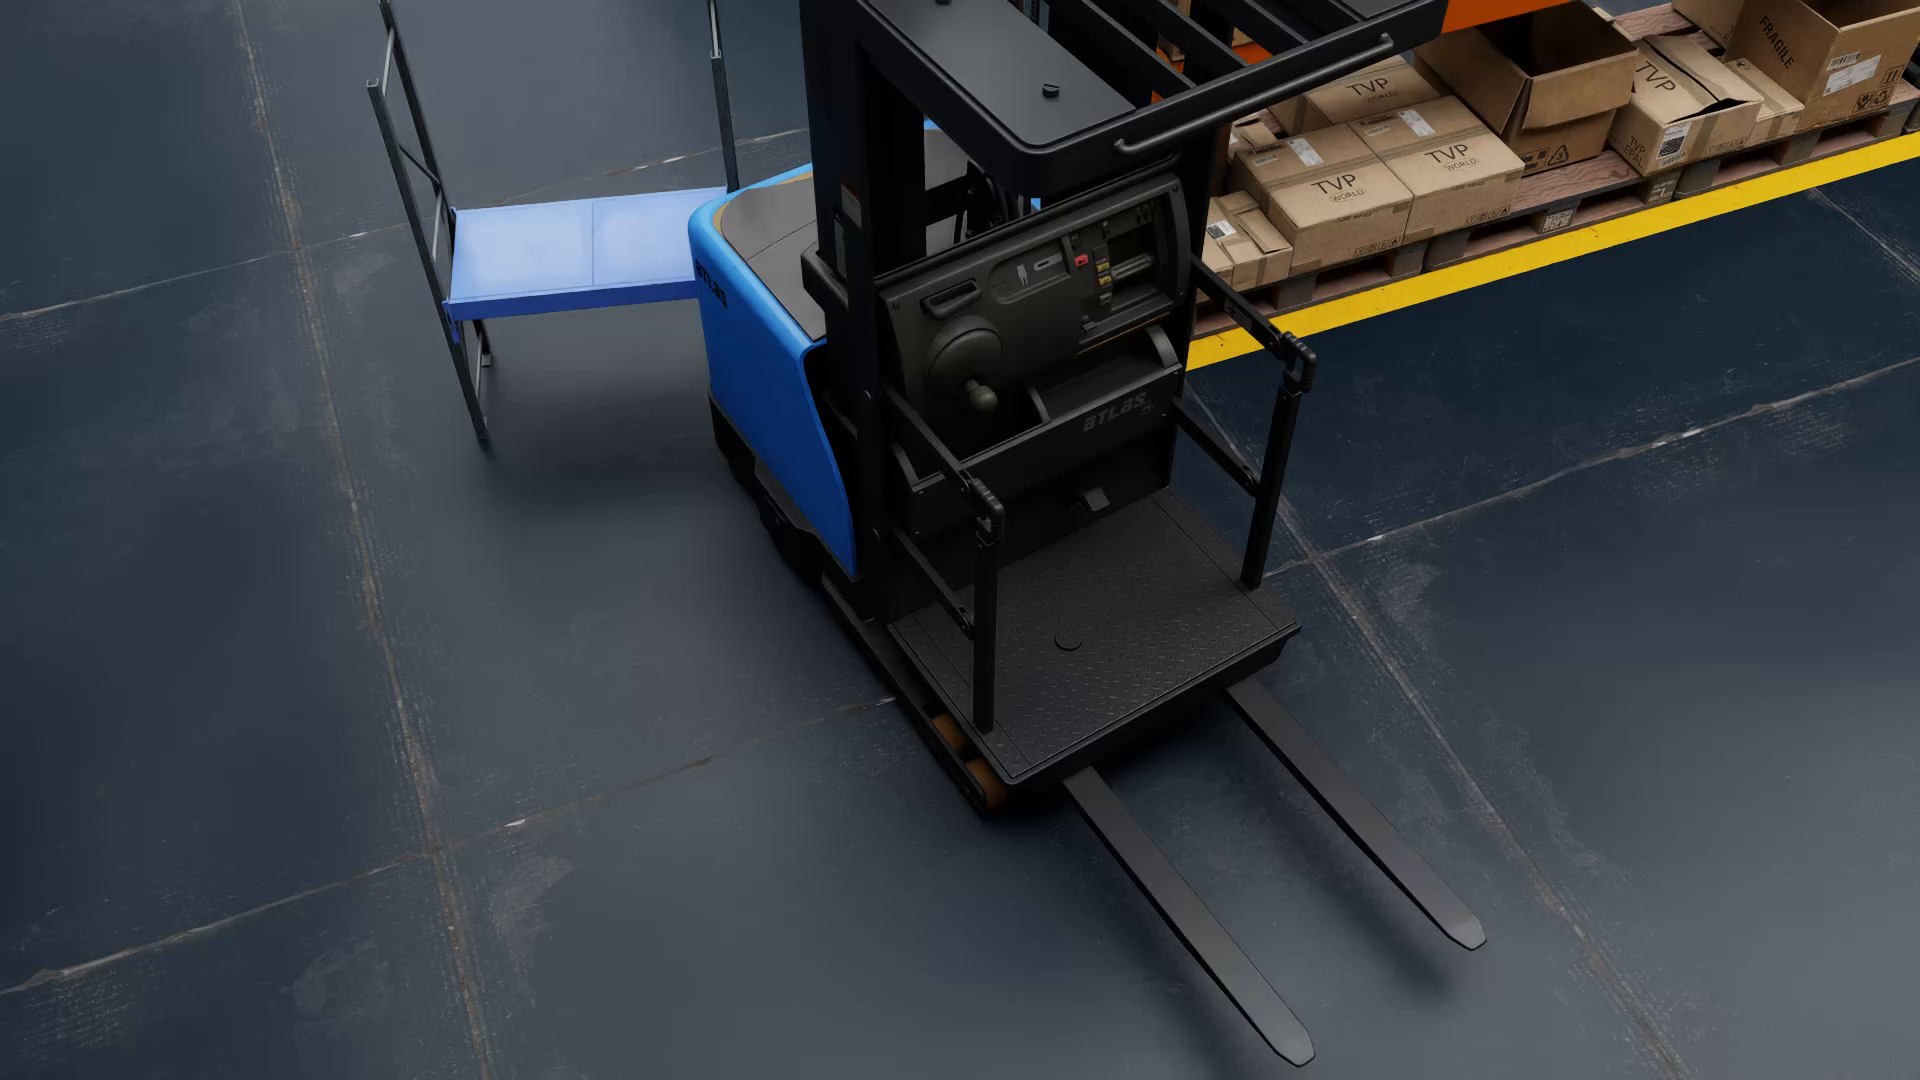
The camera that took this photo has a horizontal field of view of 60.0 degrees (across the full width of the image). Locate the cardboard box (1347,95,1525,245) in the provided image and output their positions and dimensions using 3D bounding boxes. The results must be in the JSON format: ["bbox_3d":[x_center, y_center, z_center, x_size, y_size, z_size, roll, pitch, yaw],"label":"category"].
[{"bbox_3d":[1.845,-1.463,6.552,0.500,0.250,0.500,-17,52,-14],"label":"cardboard box"}]

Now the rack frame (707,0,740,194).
[{"bbox_3d":[-0.774,-1.155,5.753,0.032,1.500,0.500,-6,50,-5],"label":"rack frame"}]

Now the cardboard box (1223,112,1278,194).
[{"bbox_3d":[1.128,-1.574,6.702,0.250,0.166,0.380,-17,52,-14],"label":"cardboard box"}]

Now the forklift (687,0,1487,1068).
[{"bbox_3d":[0.339,-0.552,4.292,1.130,2.935,3.031,-26,54,-21],"label":"forklift"}]

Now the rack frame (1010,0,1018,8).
[{"bbox_3d":[0.309,-1.972,5.466,0.127,3.000,1.000,-17,52,-14],"label":"rack frame"}]

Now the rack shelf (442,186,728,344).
[{"bbox_3d":[-1.276,-0.981,5.841,1.000,0.185,0.538,-6,50,-5],"label":"rack shelf"}]

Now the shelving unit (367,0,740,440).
[{"bbox_3d":[-1.276,-1.098,5.704,1.048,1.500,0.538,-6,50,-5],"label":"shelving unit"}]

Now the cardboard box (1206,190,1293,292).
[{"bbox_3d":[1.058,-1.143,6.332,0.250,0.166,0.380,-17,52,-14],"label":"cardboard box"}]

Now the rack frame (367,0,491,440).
[{"bbox_3d":[-1.779,-1.042,5.656,0.032,1.500,0.500,-6,50,-5],"label":"rack frame"}]

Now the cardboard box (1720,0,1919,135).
[{"bbox_3d":[3.592,-2.086,6.922,0.500,0.500,0.500,-17,52,-14],"label":"cardboard box"}]

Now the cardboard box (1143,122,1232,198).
[{"bbox_3d":[0.719,-1.630,6.530,0.500,0.500,0.500,-17,52,-14],"label":"cardboard box"}]

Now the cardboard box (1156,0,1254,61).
[{"bbox_3d":[0.819,-1.947,5.379,0.500,0.500,0.500,-16,51,-13],"label":"cardboard box"}]

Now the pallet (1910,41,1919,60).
[{"bbox_3d":[4.751,-2.471,7.733,1.213,0.211,1.003,-17,52,-14],"label":"pallet"}]

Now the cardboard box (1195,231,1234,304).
[{"bbox_3d":[0.827,-1.065,6.277,0.250,0.149,0.380,-17,52,-14],"label":"cardboard box"}]

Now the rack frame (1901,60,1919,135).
[{"bbox_3d":[4.012,-3.119,6.452,0.127,3.000,1.000,-17,52,-14],"label":"rack frame"}]

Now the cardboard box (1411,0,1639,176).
[{"bbox_3d":[2.275,-1.907,6.766,0.637,0.503,0.797,-17,52,-14],"label":"cardboard box"}]

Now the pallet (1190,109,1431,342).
[{"bbox_3d":[1.117,-1.315,6.740,1.213,0.211,1.003,-17,52,-14],"label":"pallet"}]

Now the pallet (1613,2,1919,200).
[{"bbox_3d":[3.376,-2.014,7.341,1.213,0.211,1.003,-17,52,-14],"label":"pallet"}]

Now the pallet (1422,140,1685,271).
[{"bbox_3d":[2.245,-1.662,7.038,1.213,0.211,1.003,-17,52,-14],"label":"pallet"}]

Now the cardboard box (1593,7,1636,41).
[{"bbox_3d":[2.745,-2.116,7.168,0.250,0.166,0.380,-17,52,-14],"label":"cardboard box"}]

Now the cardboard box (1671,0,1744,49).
[{"bbox_3d":[3.542,-2.418,7.332,0.500,0.311,0.500,-17,52,-14],"label":"cardboard box"}]

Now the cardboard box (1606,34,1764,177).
[{"bbox_3d":[2.897,-1.809,6.809,0.500,0.311,0.500,-17,52,-14],"label":"cardboard box"}]

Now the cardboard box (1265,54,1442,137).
[{"bbox_3d":[1.610,-1.800,6.841,0.500,0.250,0.500,-17,52,-14],"label":"cardboard box"}]

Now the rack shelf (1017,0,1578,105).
[{"bbox_3d":[2.160,-2.311,6.232,4.000,0.370,1.077,-17,52,-14],"label":"rack shelf"}]

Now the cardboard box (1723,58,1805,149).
[{"bbox_3d":[3.267,-1.822,6.926,0.250,0.149,0.380,-17,52,-14],"label":"cardboard box"}]

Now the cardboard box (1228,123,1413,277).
[{"bbox_3d":[1.382,-1.320,6.429,0.500,0.250,0.500,-17,52,-14],"label":"cardboard box"}]
